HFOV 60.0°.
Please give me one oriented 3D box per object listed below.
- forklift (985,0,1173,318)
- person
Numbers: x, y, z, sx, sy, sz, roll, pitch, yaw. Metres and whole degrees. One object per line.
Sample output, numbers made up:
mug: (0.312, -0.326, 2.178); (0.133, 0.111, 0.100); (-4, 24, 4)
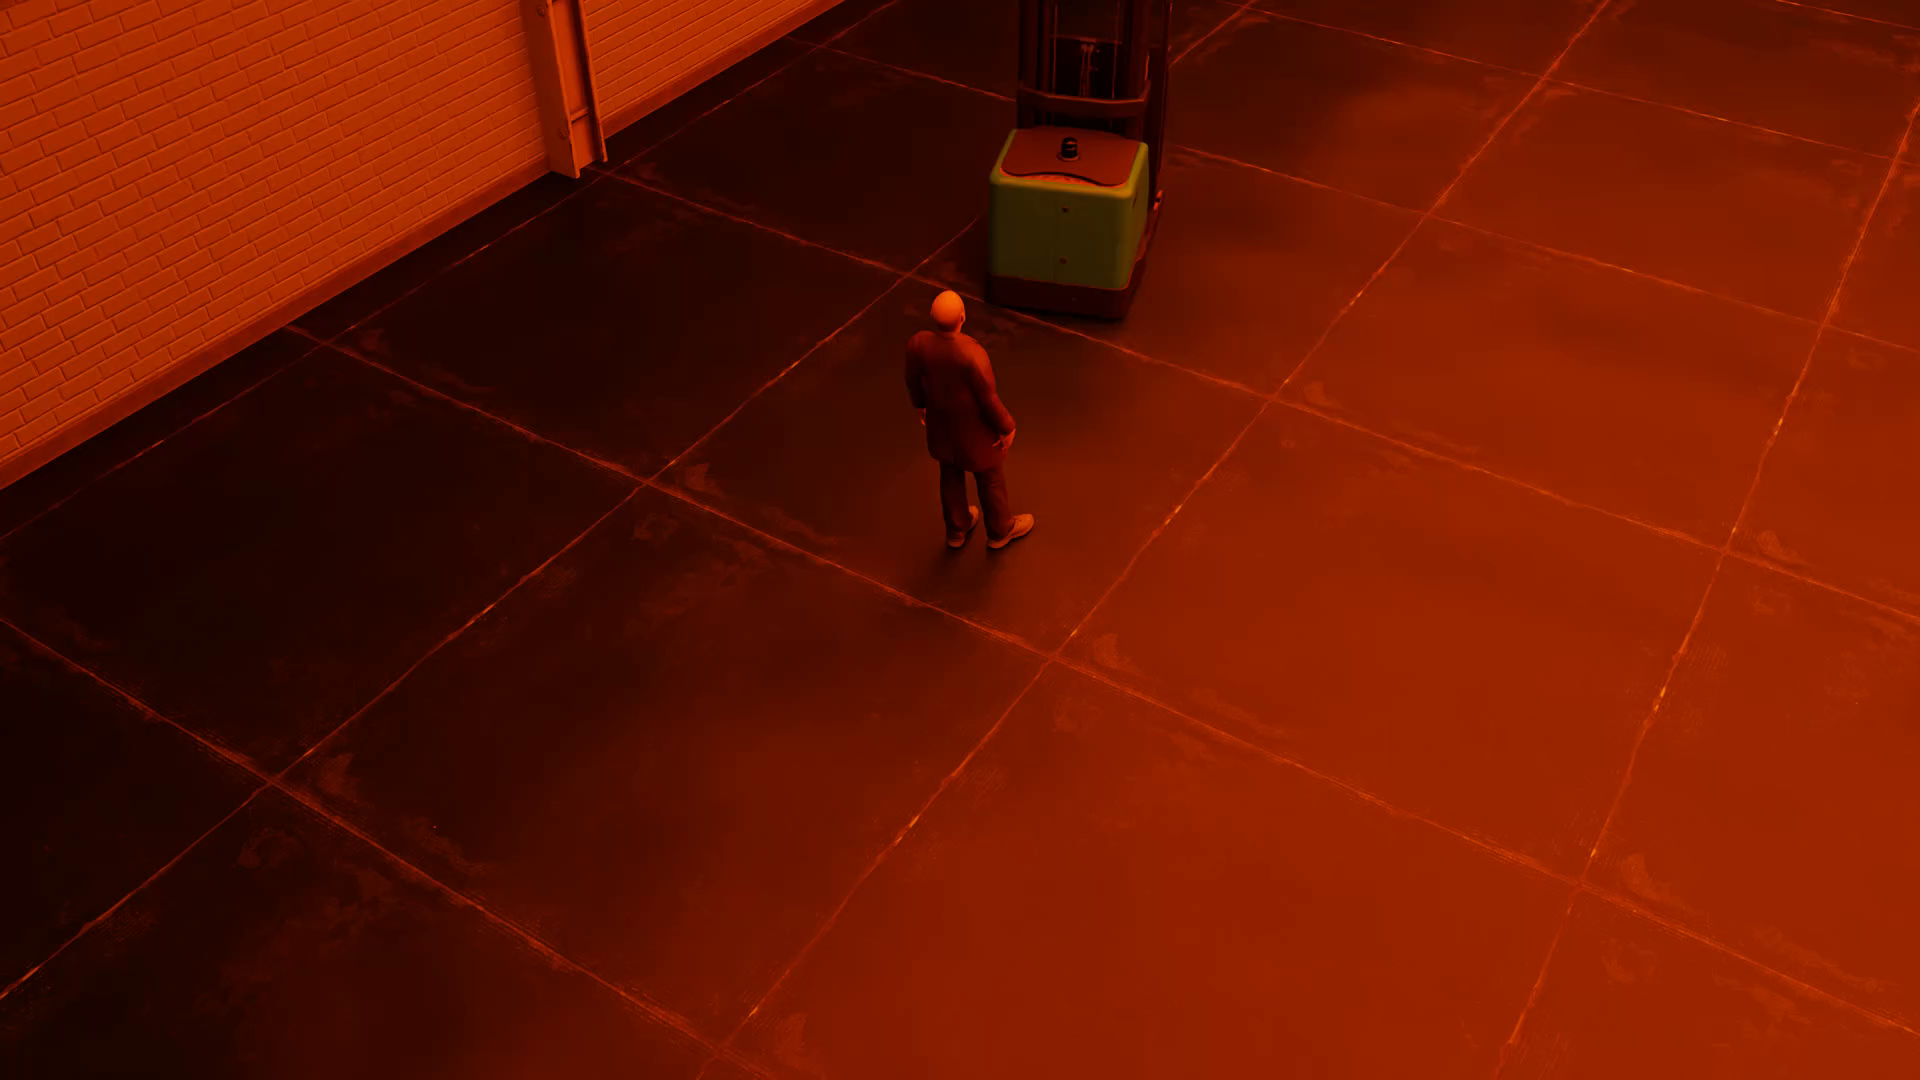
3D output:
forklift: (1.025, -3.680, 12.309); (1.130, 2.935, 3.031); (9, 41, 10)
person: (0.053, -0.733, 9.712); (0.698, 1.778, 0.579); (22, 45, 24)
